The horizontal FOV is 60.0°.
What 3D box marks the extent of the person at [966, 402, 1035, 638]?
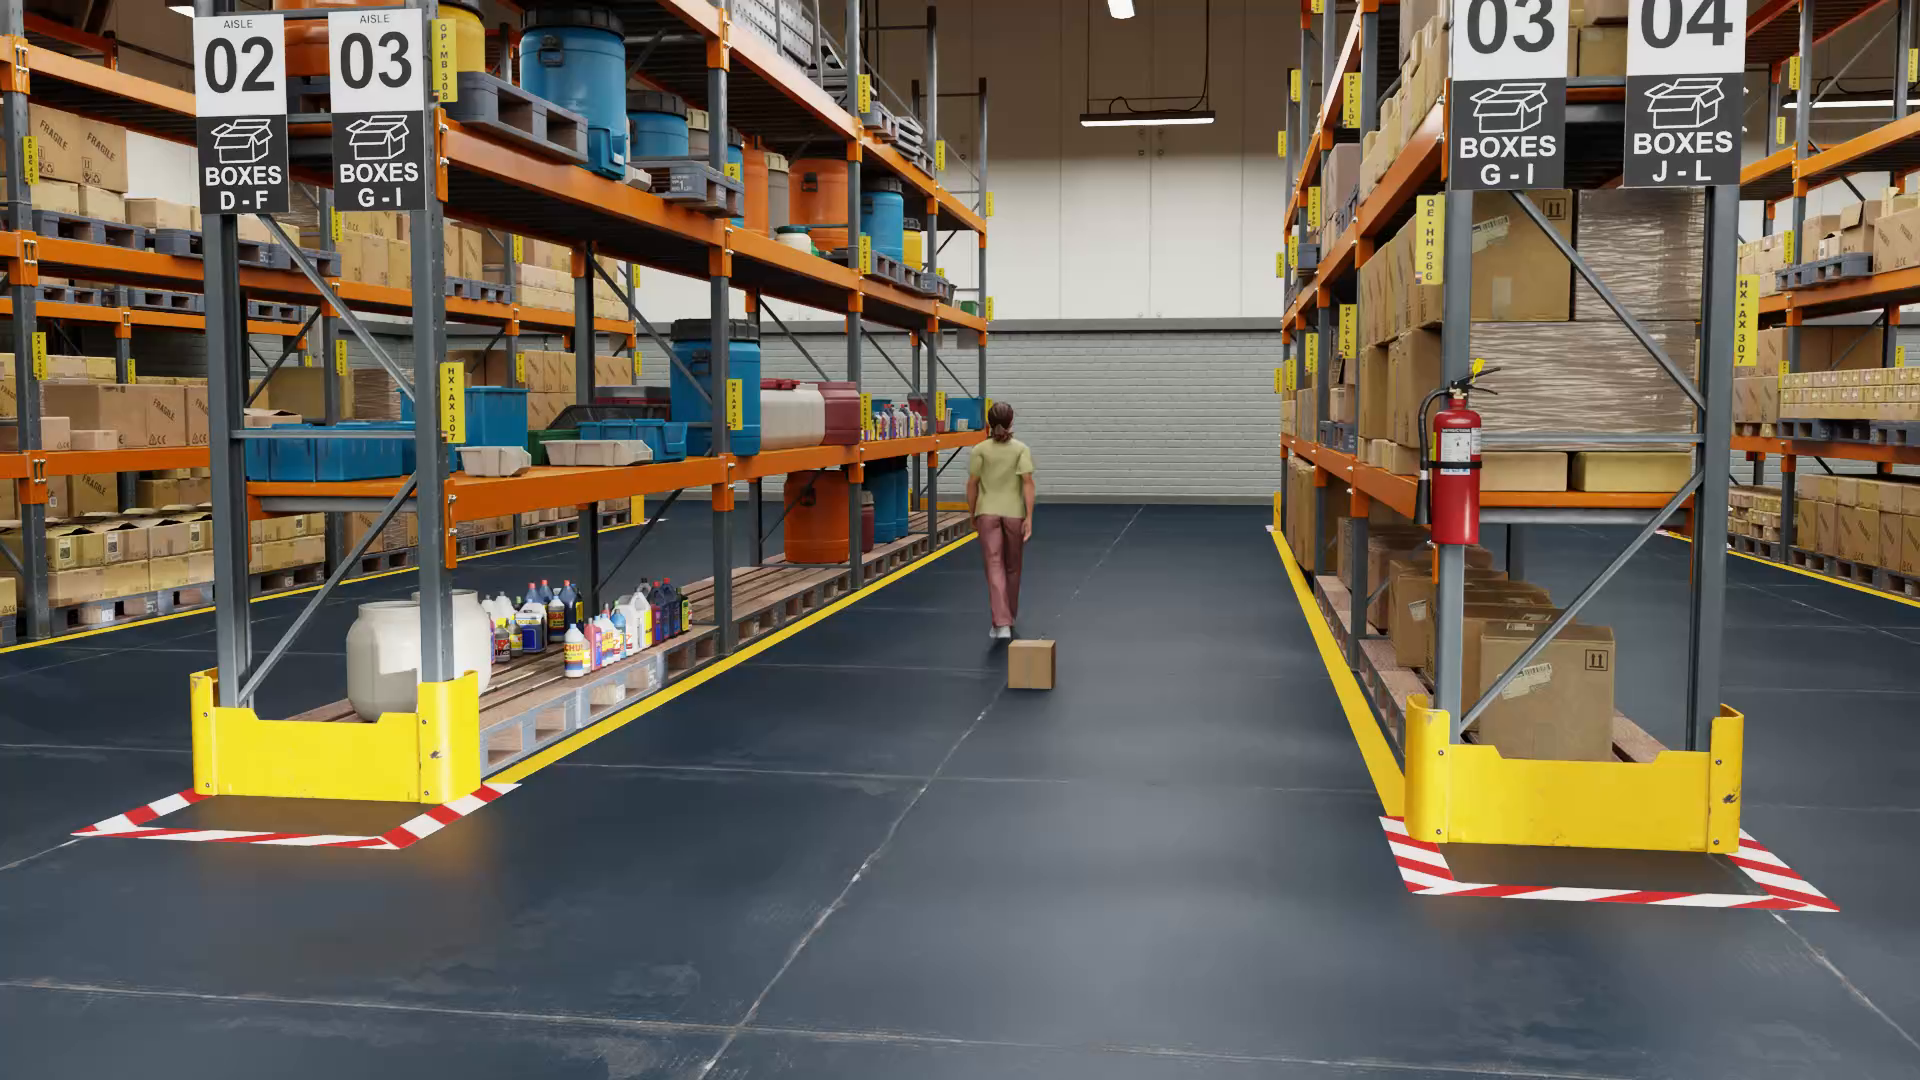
[{"bbox_3d":[0.268,-0.157,11.634,0.459,1.618,0.979,0,5,-6],"label":"person"}]
